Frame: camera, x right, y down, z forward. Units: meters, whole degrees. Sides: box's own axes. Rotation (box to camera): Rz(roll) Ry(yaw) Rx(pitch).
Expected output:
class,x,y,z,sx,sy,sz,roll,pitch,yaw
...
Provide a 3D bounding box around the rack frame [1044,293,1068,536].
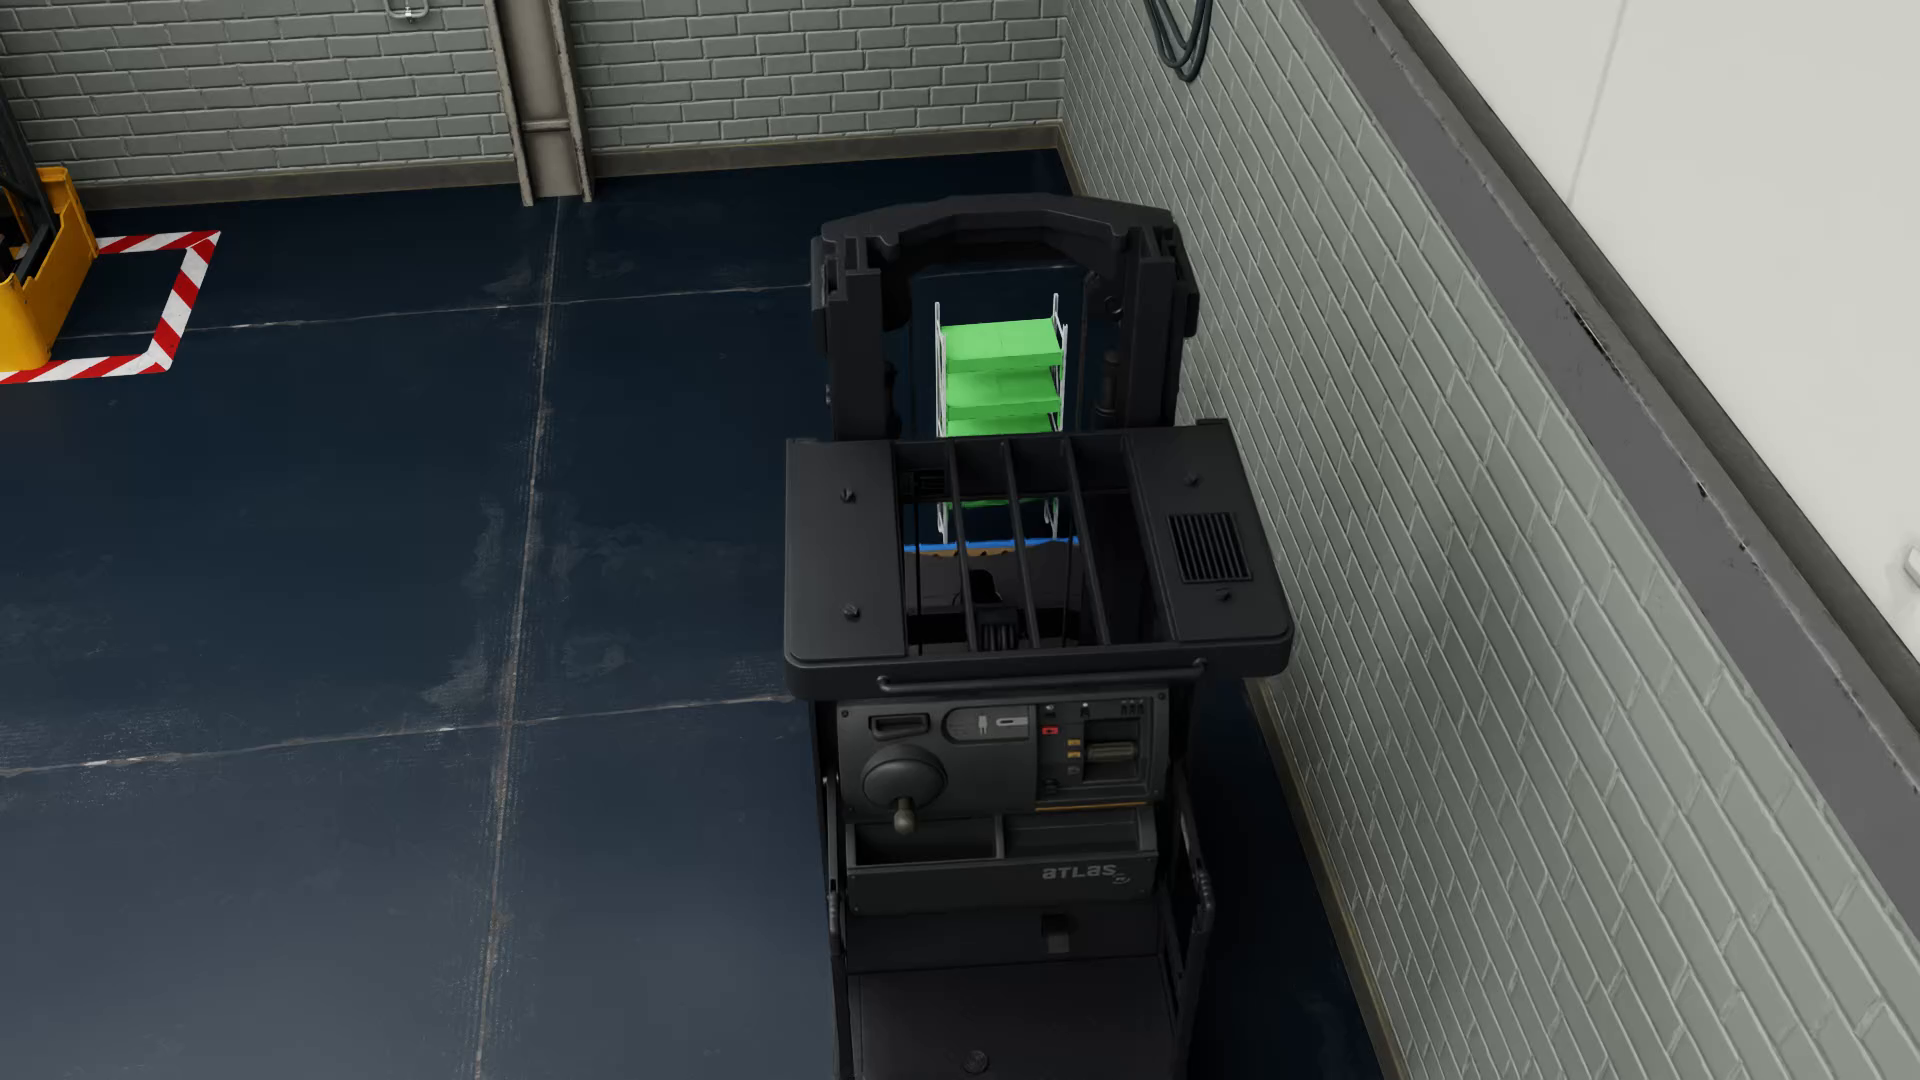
class,x,y,z,sx,sy,sz,roll,pitch,yaw
rack frame,0.406,-0.481,7.103,0.015,1.200,0.240,-5,42,-6

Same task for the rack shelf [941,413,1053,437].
class,x,y,z,sx,sy,sz,roll,pitch,yaw
rack shelf,0.164,-0.412,7.122,0.480,0.148,0.258,-5,42,-6

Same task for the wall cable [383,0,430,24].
class,x,y,z,sx,sy,sz,roll,pitch,yaw
wall cable,-3.760,-3.468,8.312,1.851,1.984,0.084,-5,42,-6

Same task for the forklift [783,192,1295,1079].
class,x,y,z,sx,sy,sz,roll,pitch,yaw
forklift,0.142,0.693,4.508,1.130,2.935,3.031,-3,42,-3

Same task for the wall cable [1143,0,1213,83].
class,x,y,z,sx,sy,sz,roll,pitch,yaw
wall cable,0.747,-3.680,7.145,0.112,2.526,3.097,-5,42,-6

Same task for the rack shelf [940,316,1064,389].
class,x,y,z,sx,sy,sz,roll,pitch,yaw
rack shelf,0.164,-0.769,6.800,0.480,0.148,0.258,-5,42,-6

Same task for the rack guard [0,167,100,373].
class,x,y,z,sx,sy,sz,roll,pitch,yaw
rack guard,-4.884,-1.426,8.672,0.348,0.500,1.175,-5,42,-6

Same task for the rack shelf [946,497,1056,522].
class,x,y,z,sx,sy,sz,roll,pitch,yaw
rack shelf,0.164,-0.234,7.283,0.480,0.148,0.258,-5,42,-6

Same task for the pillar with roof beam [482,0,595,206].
class,x,y,z,sx,sy,sz,roll,pitch,yaw
pillar with roof beam,-1.784,-2.529,3.551,0.400,9.000,9.100,-5,42,-6

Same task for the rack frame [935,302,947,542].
class,x,y,z,sx,sy,sz,roll,pitch,yaw
rack frame,-0.078,-0.439,7.056,0.015,1.200,0.240,-5,42,-6

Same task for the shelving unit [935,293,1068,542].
class,x,y,z,sx,sy,sz,roll,pitch,yaw
shelving unit,0.164,-0.460,7.079,0.503,1.200,0.258,-5,42,-6

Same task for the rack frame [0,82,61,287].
class,x,y,z,sx,sy,sz,roll,pitch,yaw
rack frame,-4.907,-2.352,7.833,0.127,3.000,1.000,-5,42,-6

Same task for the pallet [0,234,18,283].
class,x,y,z,sx,sy,sz,roll,pitch,yaw
pallet,-5.690,-1.195,8.632,1.213,0.211,1.003,-5,42,-6

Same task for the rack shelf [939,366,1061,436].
class,x,y,z,sx,sy,sz,roll,pitch,yaw
rack shelf,0.164,-0.591,6.961,0.480,0.148,0.258,-5,42,-6
